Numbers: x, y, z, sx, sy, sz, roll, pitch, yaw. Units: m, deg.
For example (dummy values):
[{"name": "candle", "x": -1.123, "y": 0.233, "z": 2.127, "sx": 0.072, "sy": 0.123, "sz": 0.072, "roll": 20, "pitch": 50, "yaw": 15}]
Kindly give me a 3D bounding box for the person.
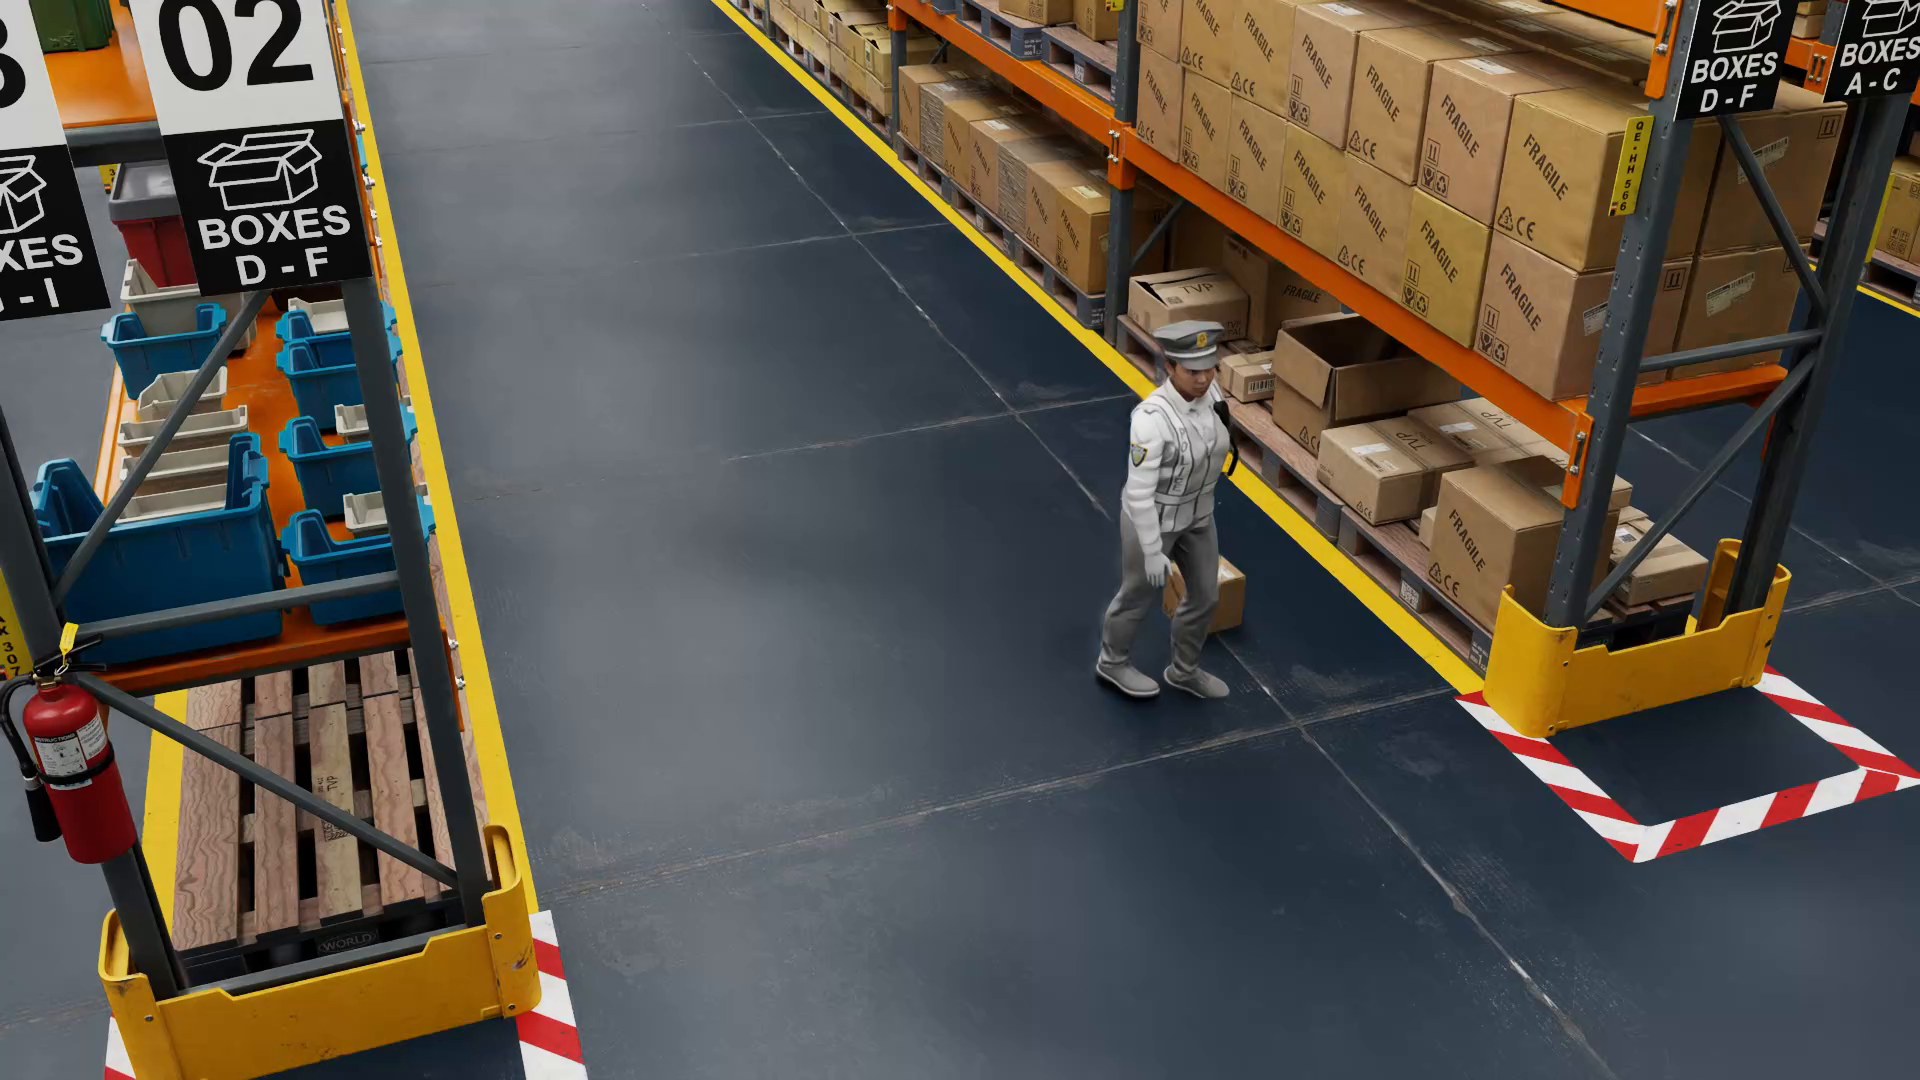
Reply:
[{"name": "person", "x": 0.765, "y": -0.078, "z": 6.272, "sx": 0.580, "sy": 1.719, "sz": 0.491, "roll": -23, "pitch": 37, "yaw": -34}]
